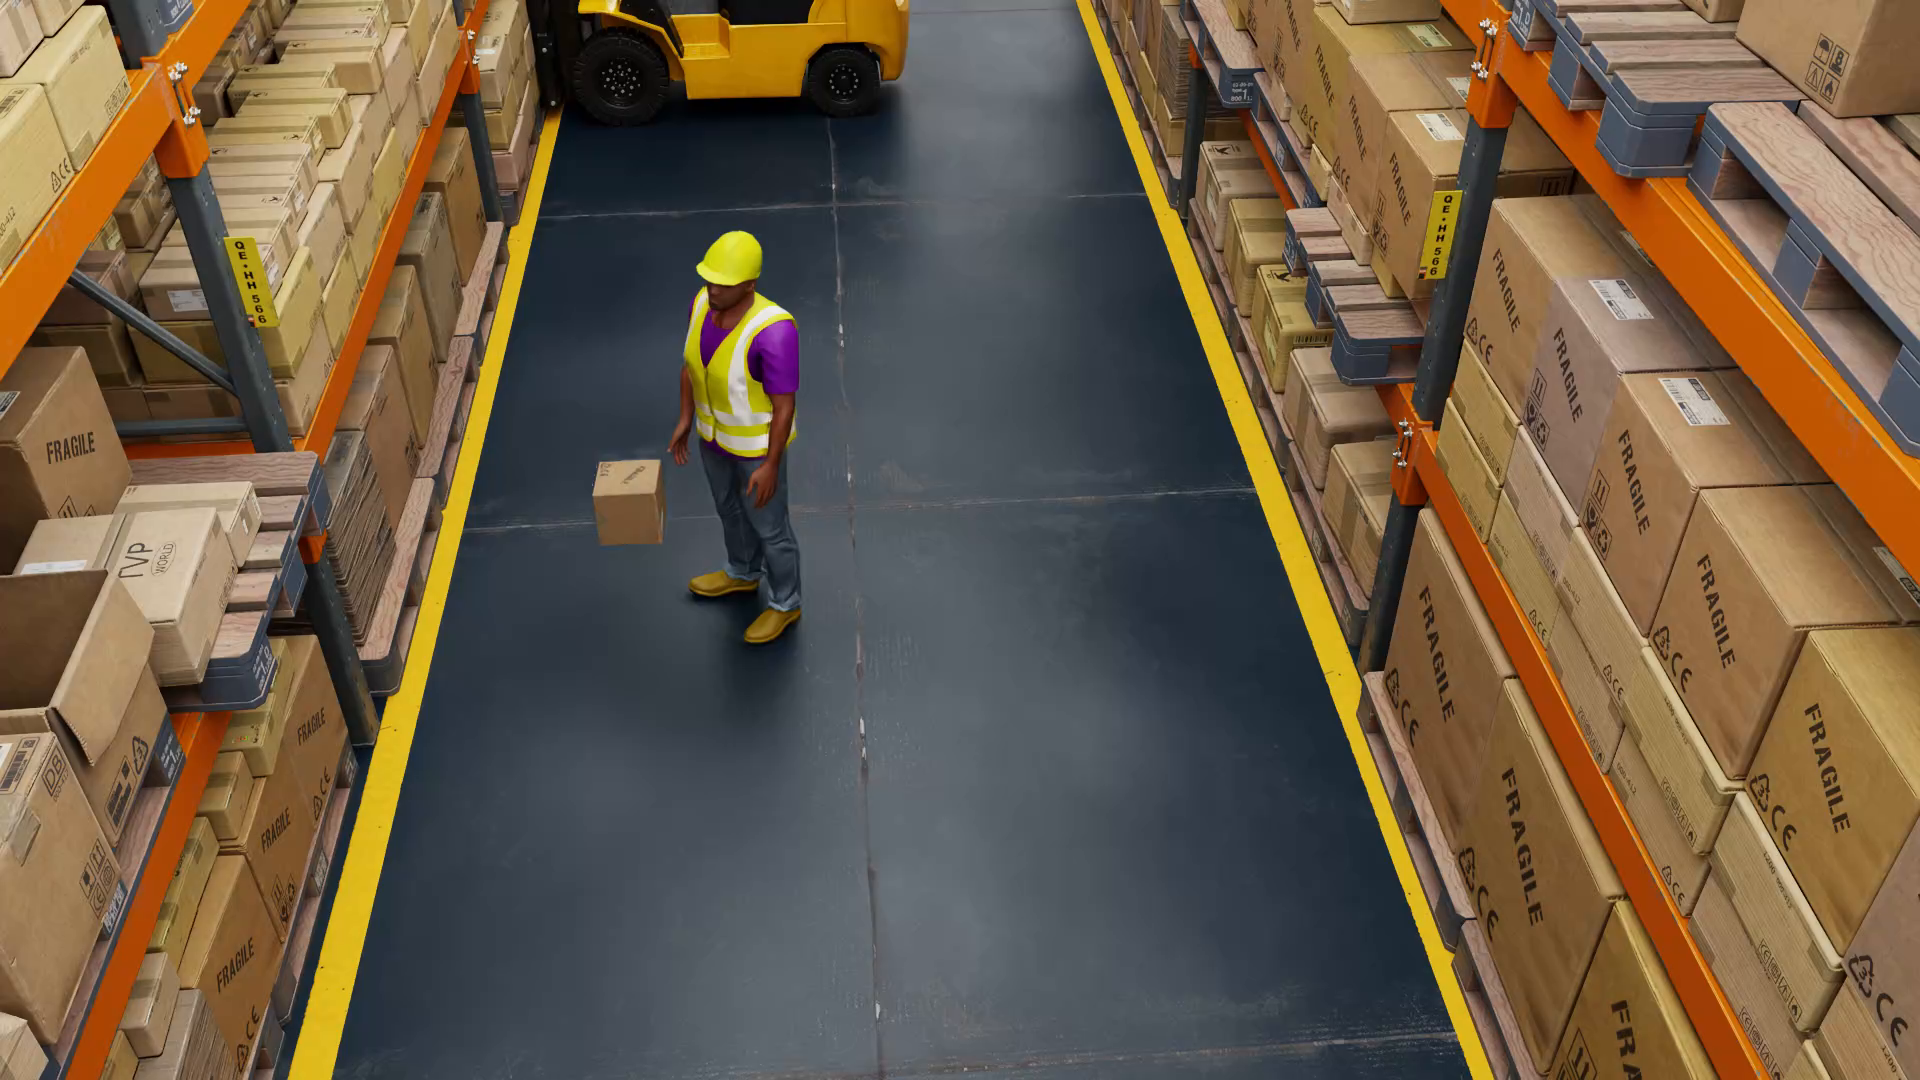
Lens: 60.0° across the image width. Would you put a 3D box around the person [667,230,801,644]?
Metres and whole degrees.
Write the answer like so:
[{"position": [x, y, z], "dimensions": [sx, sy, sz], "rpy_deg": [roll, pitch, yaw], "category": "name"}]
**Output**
[{"position": [-0.878, -0.399, 6.592], "dimensions": [0.615, 1.775, 0.414], "rpy_deg": [31, 48, 32], "category": "person"}]
